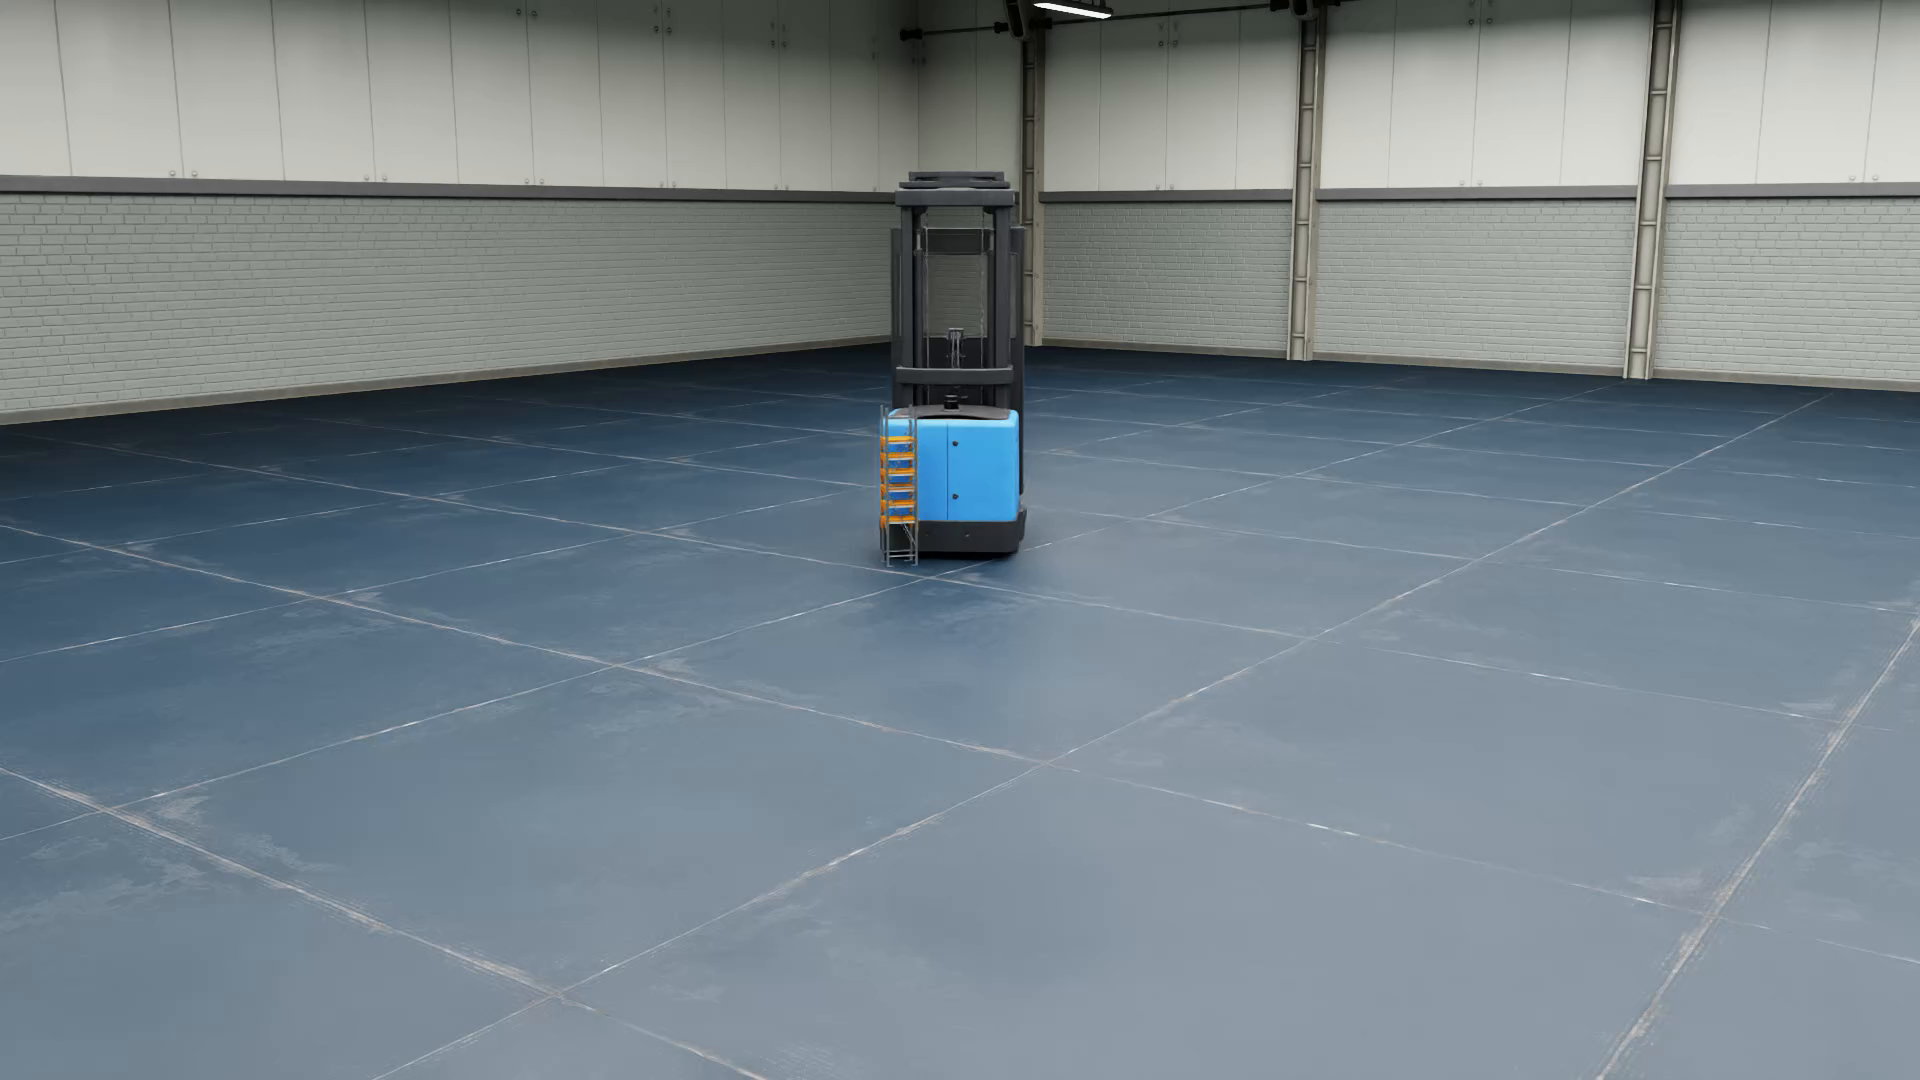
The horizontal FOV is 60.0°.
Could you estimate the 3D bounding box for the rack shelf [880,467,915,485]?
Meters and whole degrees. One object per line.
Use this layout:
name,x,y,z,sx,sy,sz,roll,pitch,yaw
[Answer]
rack shelf,-0.455,-0.481,12.461,0.258,0.103,0.180,-3,11,-14

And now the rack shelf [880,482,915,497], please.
rack shelf,-0.455,-0.364,12.484,0.258,0.103,0.180,-3,11,-14

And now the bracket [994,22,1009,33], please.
bracket,0.906,-10.187,33.016,0.430,0.232,0.235,8,13,36

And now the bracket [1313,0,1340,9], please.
bracket,6.412,-9.419,29.047,0.430,0.232,0.235,8,13,36

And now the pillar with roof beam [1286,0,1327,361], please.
pillar with roof beam,3.739,-7.093,26.504,0.548,9.000,9.100,8,13,36

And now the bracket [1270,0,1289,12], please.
bracket,5.742,-9.512,29.529,0.430,0.232,0.235,8,13,36

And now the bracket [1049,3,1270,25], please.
bracket,3.652,-9.804,31.036,4.783,0.066,0.076,8,13,36

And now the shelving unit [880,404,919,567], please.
shelving unit,-0.455,-0.407,12.476,0.258,1.200,0.189,-3,11,-14

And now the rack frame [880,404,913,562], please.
rack frame,-0.477,-0.424,12.563,0.240,1.200,0.006,-3,11,-14

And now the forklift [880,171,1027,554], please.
forklift,-0.004,-1.566,13.907,1.130,2.935,3.031,1,11,3

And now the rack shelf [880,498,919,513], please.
rack shelf,-0.455,-0.246,12.507,0.258,0.103,0.180,-3,11,-14

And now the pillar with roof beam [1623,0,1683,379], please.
pillar with roof beam,8.575,-6.419,23.017,0.400,9.000,9.100,8,13,36

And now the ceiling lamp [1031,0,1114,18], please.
ceiling lamp,1.629,-10.099,26.672,0.800,3.185,2.000,8,13,36

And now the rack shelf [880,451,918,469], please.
rack shelf,-0.455,-0.599,12.439,0.258,0.103,0.180,-3,11,-14

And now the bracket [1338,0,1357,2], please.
bracket,8.488,-9.129,27.549,4.783,0.066,0.076,8,13,36

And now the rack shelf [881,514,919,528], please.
rack shelf,-0.455,-0.128,12.530,0.258,0.103,0.180,-3,11,-14

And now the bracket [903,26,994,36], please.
bracket,-0.528,-10.387,34.050,3.189,0.066,0.076,8,13,36

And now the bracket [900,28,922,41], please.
bracket,-1.004,-10.453,34.393,0.430,0.232,0.235,8,13,36

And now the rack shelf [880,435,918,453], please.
rack shelf,-0.455,-0.717,12.416,0.258,0.103,0.180,-3,11,-14

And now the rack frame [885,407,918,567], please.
rack frame,-0.433,-0.390,12.389,0.240,1.200,0.006,-3,11,-14

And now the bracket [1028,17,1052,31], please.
bracket,1.575,-10.093,32.533,0.430,0.232,0.235,8,13,36

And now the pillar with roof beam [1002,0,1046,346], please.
pillar with roof beam,-1.097,-7.768,29.991,0.548,9.000,9.100,8,13,36
